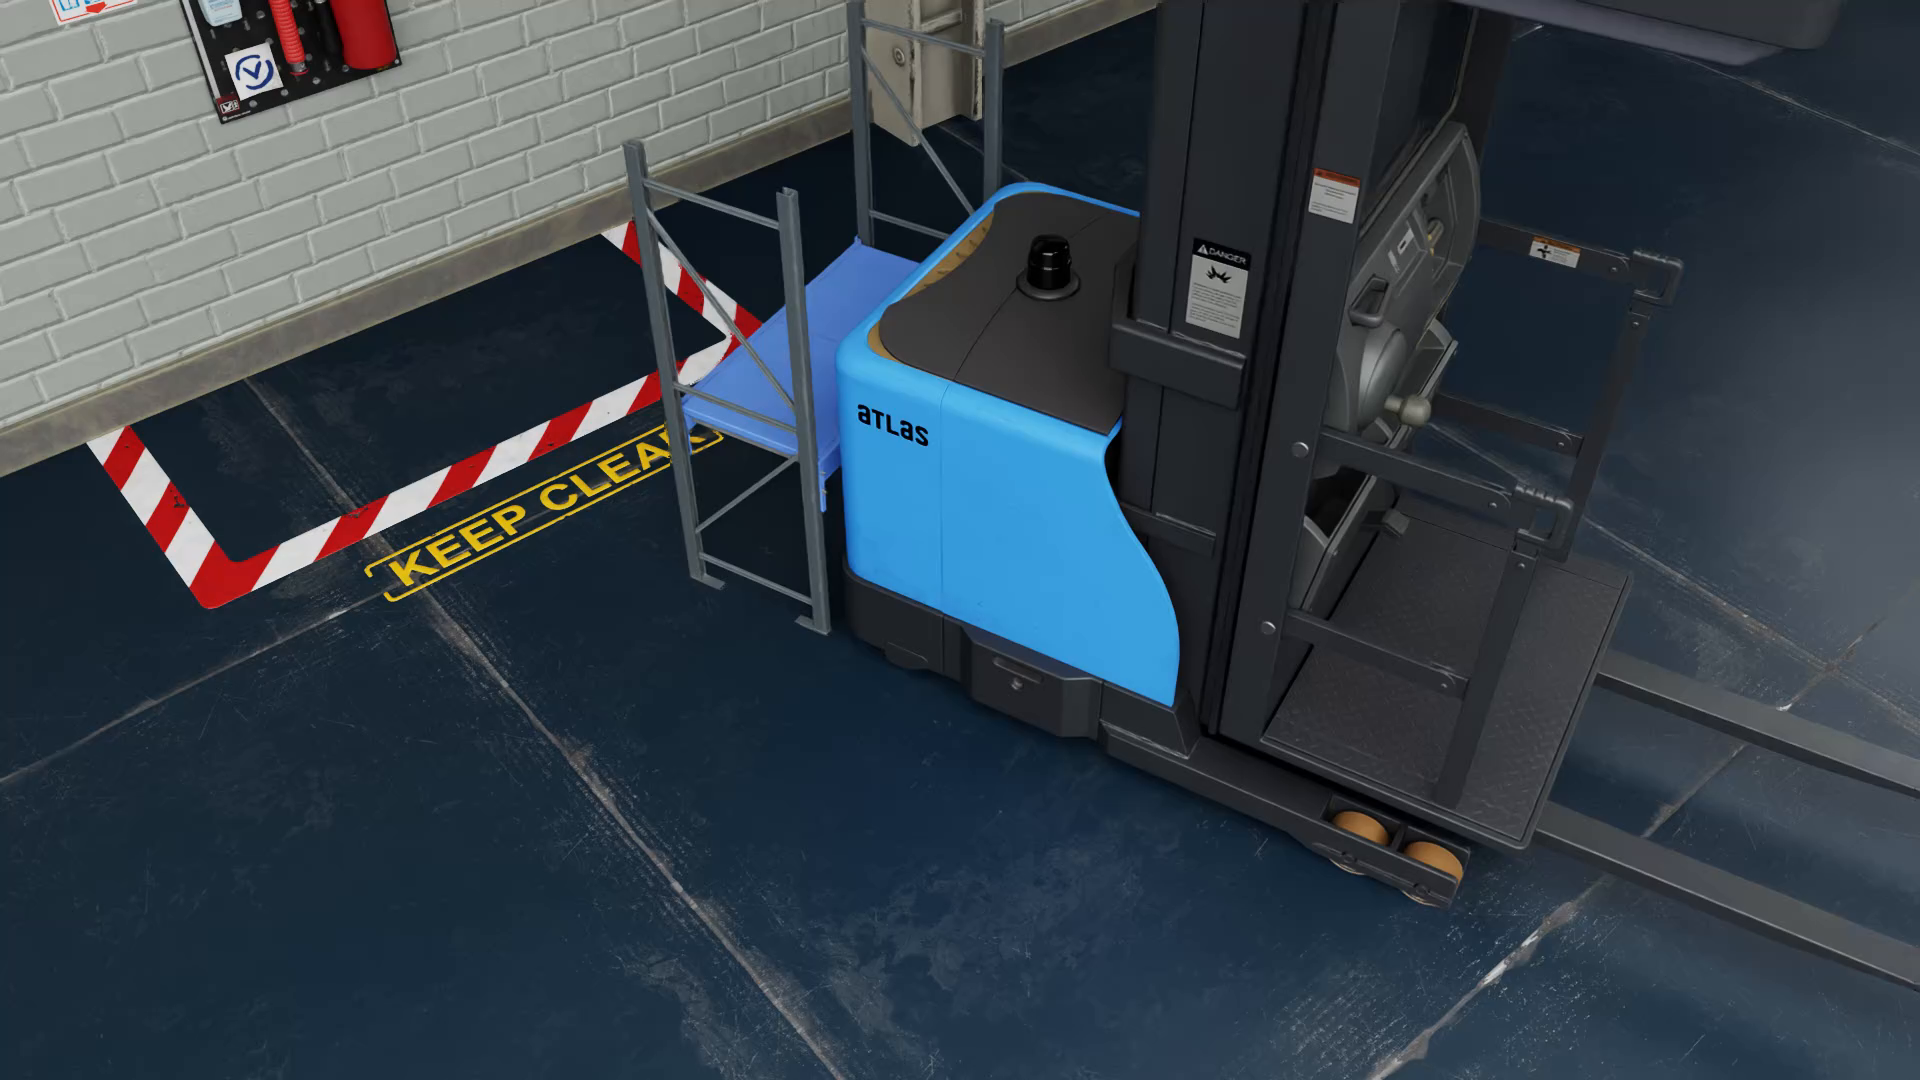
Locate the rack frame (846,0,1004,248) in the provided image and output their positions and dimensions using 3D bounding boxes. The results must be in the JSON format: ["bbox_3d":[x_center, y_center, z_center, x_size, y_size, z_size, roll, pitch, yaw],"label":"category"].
[{"bbox_3d":[-0.102,-0.959,5.176,0.500,1.500,0.032,21,47,21],"label":"rack frame"}]

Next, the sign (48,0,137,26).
[{"bbox_3d":[-2.555,-1.678,4.820,0.234,0.329,0.001,-30,51,-28],"label":"sign"}]

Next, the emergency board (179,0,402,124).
[{"bbox_3d":[-2.065,-1.854,5.033,0.643,1.169,0.194,-30,51,-28],"label":"emergency board"}]

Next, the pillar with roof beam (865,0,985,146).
[{"bbox_3d":[2.618,-2.846,1.707,0.400,9.000,9.100,-30,51,-28],"label":"pillar with roof beam"}]

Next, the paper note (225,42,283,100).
[{"bbox_3d":[-2.245,-1.491,5.290,0.142,0.148,0.016,-30,51,-28],"label":"paper note"}]

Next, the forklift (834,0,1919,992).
[{"bbox_3d":[1.199,-0.554,3.699,3.031,2.935,1.130,22,47,21],"label":"forklift"}]

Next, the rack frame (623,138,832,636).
[{"bbox_3d":[-0.608,-0.355,4.533,0.500,1.500,0.032,21,47,21],"label":"rack frame"}]

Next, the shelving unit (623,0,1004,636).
[{"bbox_3d":[-0.355,-0.657,4.854,0.538,1.500,1.048,21,47,21],"label":"shelving unit"}]

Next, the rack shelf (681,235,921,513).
[{"bbox_3d":[-0.355,-0.526,4.977,0.538,0.185,1.000,21,47,21],"label":"rack shelf"}]
